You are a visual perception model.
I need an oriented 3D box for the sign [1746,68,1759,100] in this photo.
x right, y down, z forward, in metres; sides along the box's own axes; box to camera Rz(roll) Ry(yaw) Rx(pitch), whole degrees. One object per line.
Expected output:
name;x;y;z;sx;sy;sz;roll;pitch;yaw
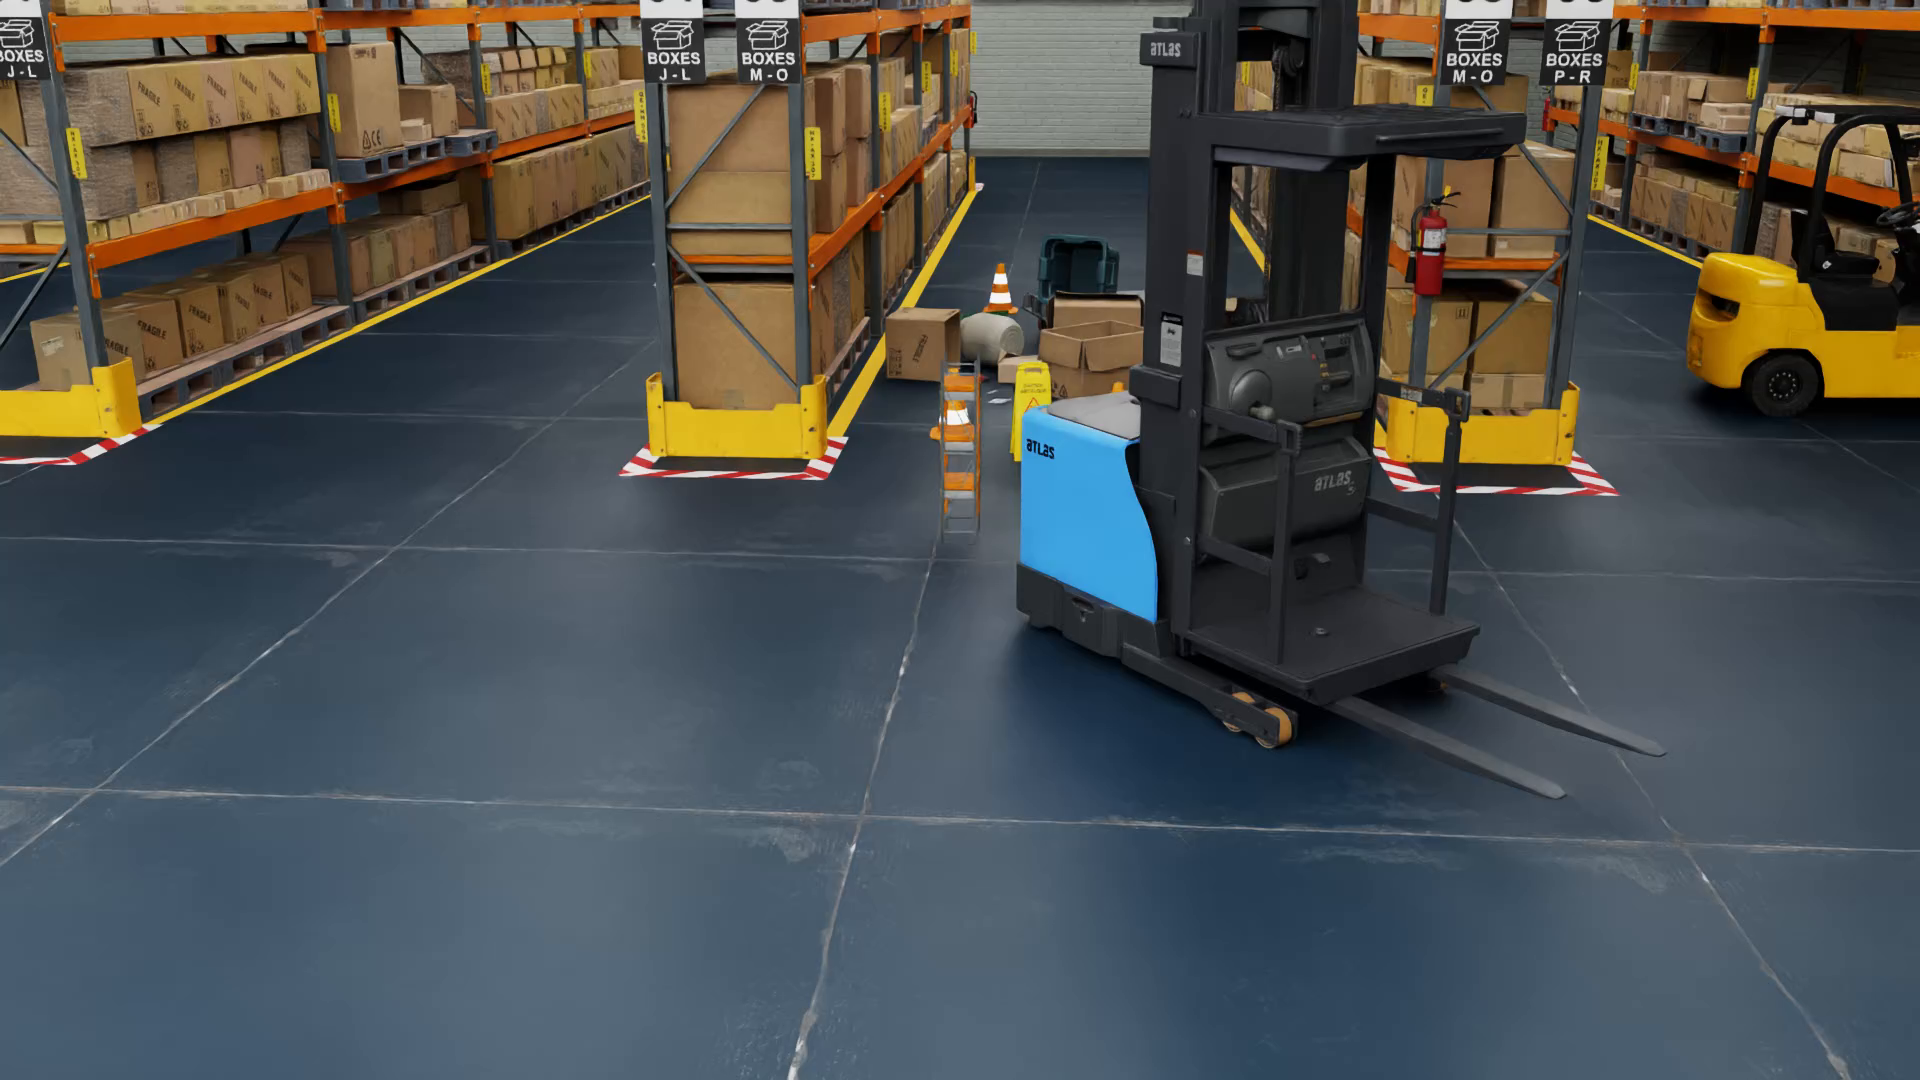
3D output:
sign;8.435;-4.854;17.687;0.100;0.325;0.005;1;18;4

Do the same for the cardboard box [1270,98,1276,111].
cardboard box;3.840;-4.924;19.070;0.500;0.250;0.500;1;18;2

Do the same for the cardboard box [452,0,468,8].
cardboard box;-5.649;-5.864;17.926;0.500;0.250;0.500;1;18;4

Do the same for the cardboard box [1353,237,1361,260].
cardboard box;3.307;-2.299;13.117;0.380;0.149;0.250;2;18;7

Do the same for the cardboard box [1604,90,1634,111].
cardboard box;9.078;-5.964;22.571;0.500;0.250;0.500;1;18;4

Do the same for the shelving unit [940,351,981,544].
shelving unit;0.004;-0.516;9.310;0.215;1.050;0.252;1;18;4

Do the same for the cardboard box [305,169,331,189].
cardboard box;-5.868;-3.228;14.861;0.380;0.149;0.250;1;18;4

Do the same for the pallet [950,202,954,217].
pallet;-0.620;-4.648;23.268;1.003;0.211;1.213;1;18;4

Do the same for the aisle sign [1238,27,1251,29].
aisle sign;4.315;-8.191;25.428;0.394;0.787;0.004;1;18;4

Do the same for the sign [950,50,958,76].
sign;-0.079;-6.302;21.980;0.100;0.325;0.005;1;18;4

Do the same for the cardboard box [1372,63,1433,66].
cardboard box;3.423;-3.254;12.293;0.700;0.500;0.500;1;18;4

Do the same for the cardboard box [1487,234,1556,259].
cardboard box;3.683;-1.939;10.926;0.380;0.149;0.250;1;18;4

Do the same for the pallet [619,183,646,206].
pallet;-5.355;-5.195;24.937;1.003;0.211;1.213;1;18;4

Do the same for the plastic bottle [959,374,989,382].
plastic bottle;0.084;-1.291;13.266;0.283;0.061;0.133;-5;19;-15

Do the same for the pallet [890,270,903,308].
pallet;-1.141;-2.575;16.942;1.003;0.211;1.213;1;18;4

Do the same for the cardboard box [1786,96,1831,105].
cardboard box;8.649;-4.432;16.930;0.380;0.149;0.250;2;18;5

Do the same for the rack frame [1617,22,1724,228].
rack frame;9.263;-5.575;21.618;1.000;3.000;0.127;1;18;4

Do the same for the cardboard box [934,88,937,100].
cardboard box;-0.503;-5.698;21.247;0.380;0.149;0.250;2;18;6

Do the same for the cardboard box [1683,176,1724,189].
cardboard box;8.951;-4.298;20.020;0.380;0.149;0.250;1;18;4

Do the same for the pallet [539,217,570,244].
pallet;-5.637;-3.959;21.166;1.003;0.211;1.213;1;18;4

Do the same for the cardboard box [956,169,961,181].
cardboard box;-0.188;-5.334;24.309;0.380;0.149;0.250;1;18;4

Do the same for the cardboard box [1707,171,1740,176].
cardboard box;9.437;-4.452;20.490;0.380;0.149;0.250;2;18;5

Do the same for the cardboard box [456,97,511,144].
cardboard box;-5.553;-4.855;19.263;0.500;0.500;0.500;2;18;6

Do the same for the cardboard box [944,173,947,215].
cardboard box;-0.434;-4.540;21.800;0.500;0.500;0.500;1;18;3

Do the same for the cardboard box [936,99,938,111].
cardboard box;-0.481;-5.635;21.532;0.380;0.149;0.250;1;18;4

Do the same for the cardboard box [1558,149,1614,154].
cardboard box;9.412;-5.642;25.160;0.797;0.503;0.637;1;18;2

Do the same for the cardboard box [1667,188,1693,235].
cardboard box;8.892;-3.960;20.030;0.500;0.500;0.500;1;18;2

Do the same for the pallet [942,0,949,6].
pallet;-0.783;-6.910;21.179;1.213;0.211;1.003;1;18;4

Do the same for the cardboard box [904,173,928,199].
cardboard box;-0.628;-4.098;19.247;0.500;0.250;0.500;0;18;1

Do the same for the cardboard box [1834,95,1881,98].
cardboard box;9.248;-4.499;17.133;0.380;0.149;0.250;2;18;5

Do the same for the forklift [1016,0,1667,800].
forklift;1.530;-0.709;6.878;1.130;2.935;3.031;-12;22;-33

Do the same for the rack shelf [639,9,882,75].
rack shelf;-1.349;-3.741;12.361;1.077;0.370;4.000;1;18;4

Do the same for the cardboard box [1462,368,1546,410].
cardboard box;3.785;-1.095;11.687;0.500;0.250;0.500;1;18;3

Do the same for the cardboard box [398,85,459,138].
cardboard box;-5.798;-4.566;17.705;0.700;0.500;0.500;4;19;12

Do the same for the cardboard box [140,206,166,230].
cardboard box;-6.107;-2.375;12.257;0.380;0.149;0.250;1;18;4

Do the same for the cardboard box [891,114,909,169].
cardboard box;-0.789;-3.953;16.510;0.500;0.500;0.500;2;18;5

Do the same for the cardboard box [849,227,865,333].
cardboard box;-1.321;-2.275;14.286;0.875;0.875;0.875;2;18;5

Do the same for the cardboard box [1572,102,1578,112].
cardboard box;9.217;-6.362;24.425;0.380;0.149;0.250;2;18;6

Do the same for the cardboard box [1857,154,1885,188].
cardboard box;8.495;-3.337;15.031;0.500;0.250;0.500;1;18;4

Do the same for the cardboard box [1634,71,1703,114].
cardboard box;9.005;-5.676;21.094;0.700;0.500;0.500;2;18;5

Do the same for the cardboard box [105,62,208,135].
cardboard box;-6.044;-3.318;12.487;0.500;0.500;0.500;1;18;4

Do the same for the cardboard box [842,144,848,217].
cardboard box;-1.332;-2.732;12.702;0.875;0.550;0.500;1;18;4

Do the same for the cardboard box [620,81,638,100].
cardboard box;-5.129;-6.746;24.956;0.500;0.250;0.500;1;18;2

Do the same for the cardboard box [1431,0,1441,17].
cardboard box;3.198;-3.380;10.508;0.380;0.149;0.250;1;18;4

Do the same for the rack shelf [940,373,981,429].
rack shelf;0.004;-0.775;9.225;0.215;0.259;0.240;1;18;4

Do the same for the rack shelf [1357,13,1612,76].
rack shelf;3.595;-3.662;12.120;1.077;0.370;4.000;1;18;4

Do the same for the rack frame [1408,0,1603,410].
rack frame;3.452;-1.957;10.579;1.000;3.000;0.127;1;18;4

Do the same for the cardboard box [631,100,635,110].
cardboard box;-5.073;-6.513;24.885;0.380;0.149;0.250;1;18;4

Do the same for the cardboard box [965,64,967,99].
cardboard box;-0.163;-6.889;24.993;0.500;0.500;0.500;1;18;3

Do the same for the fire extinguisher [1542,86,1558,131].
fire extinguisher;9.099;-6.659;25.651;0.296;0.674;0.183;1;18;4

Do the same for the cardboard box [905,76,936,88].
cardboard box;-0.505;-5.833;21.182;0.380;0.149;0.250;1;18;2

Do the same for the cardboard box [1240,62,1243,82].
cardboard box;4.115;-6.517;22.728;0.500;0.500;0.500;1;18;3

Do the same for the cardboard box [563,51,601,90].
cardboard box;-5.283;-6.475;22.925;0.500;0.500;0.500;1;18;4

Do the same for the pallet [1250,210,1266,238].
pallet;4.332;-4.118;21.651;1.003;0.211;1.213;1;18;4

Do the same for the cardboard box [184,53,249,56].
cardboard box;-6.432;-3.951;14.419;0.500;0.500;0.500;1;18;4

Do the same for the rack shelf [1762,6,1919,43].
rack shelf;8.833;-4.795;15.576;1.077;0.370;4.000;1;18;4
